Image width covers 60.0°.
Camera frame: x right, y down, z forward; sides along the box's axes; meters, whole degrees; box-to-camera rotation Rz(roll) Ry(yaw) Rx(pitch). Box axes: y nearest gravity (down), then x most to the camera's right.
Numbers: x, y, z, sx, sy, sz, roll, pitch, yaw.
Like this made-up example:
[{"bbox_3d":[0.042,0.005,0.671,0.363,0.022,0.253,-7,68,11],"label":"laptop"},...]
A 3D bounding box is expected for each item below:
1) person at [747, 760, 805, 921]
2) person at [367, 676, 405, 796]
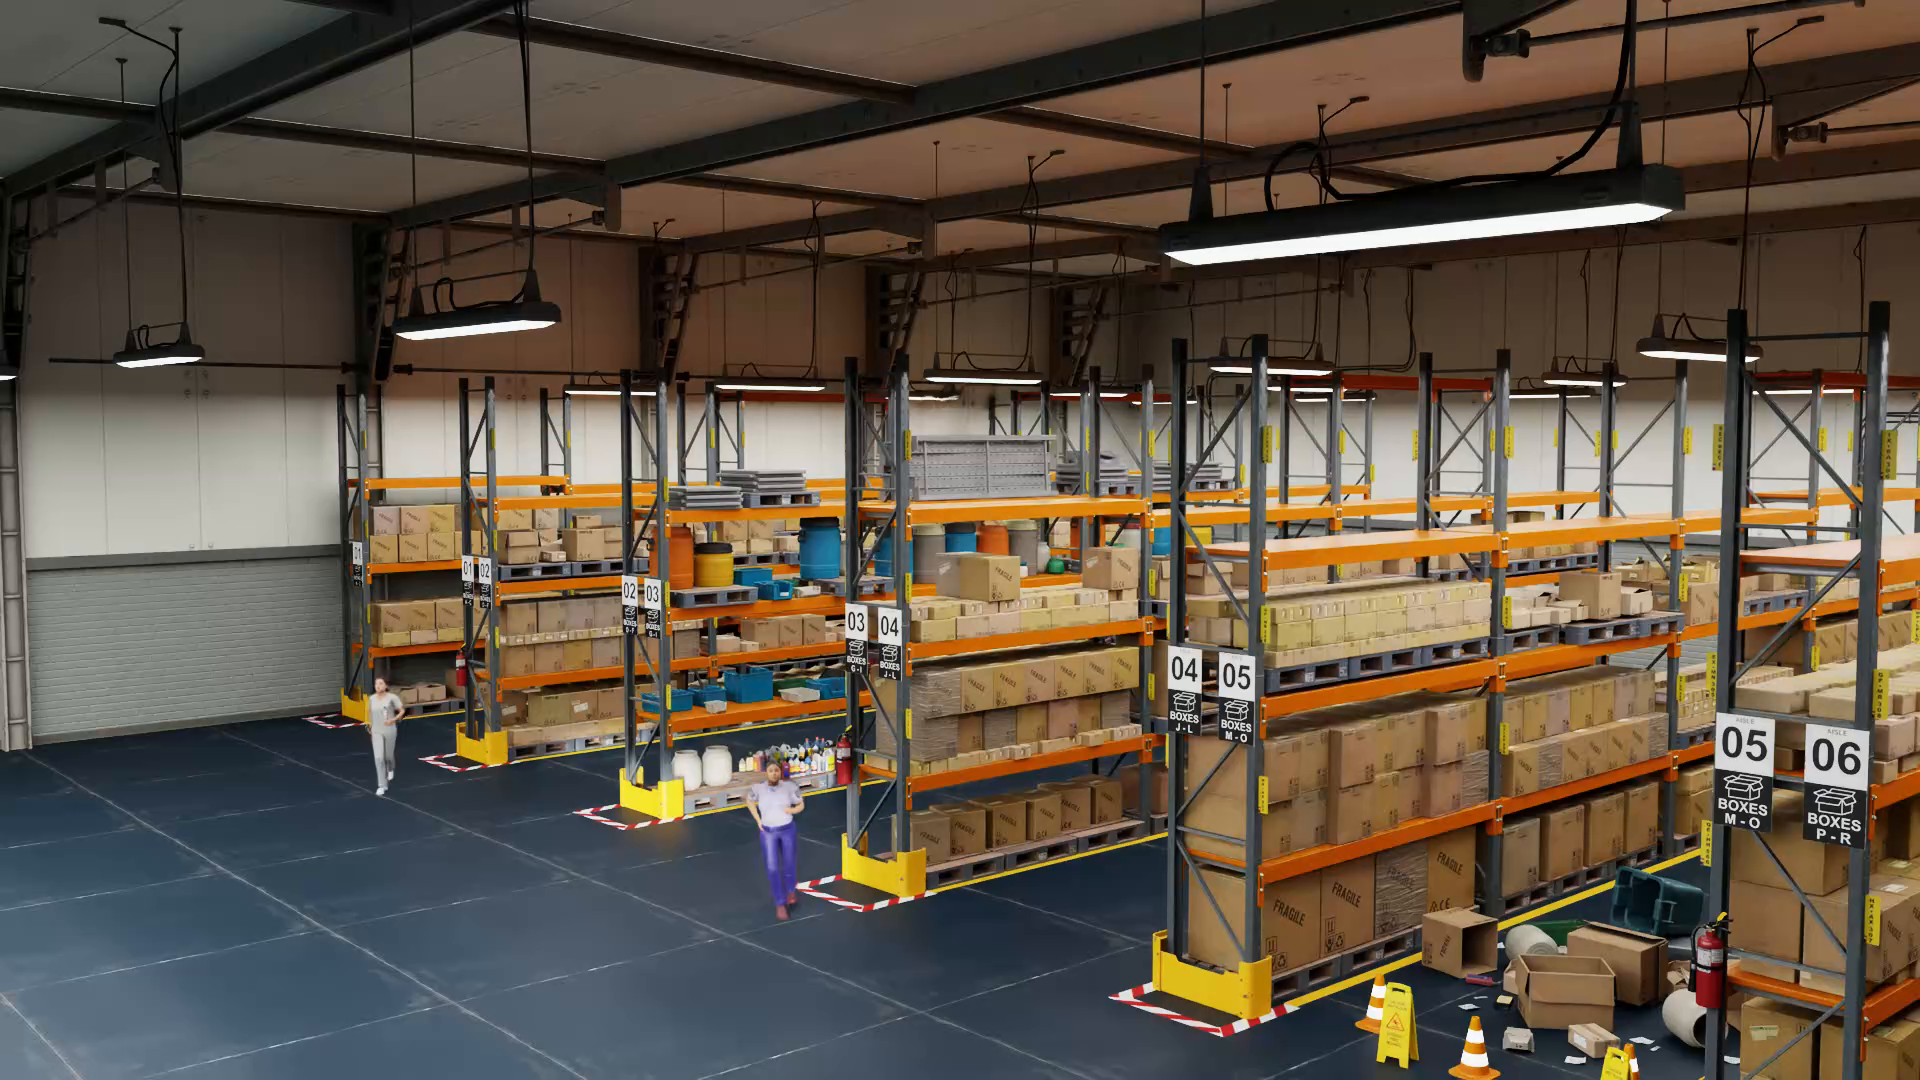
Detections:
[{"bbox_3d":[-1.965,3.193,17.805,0.602,1.710,0.729,-1,4,-13],"label":"person"},{"bbox_3d":[-8.262,2.776,23.904,0.563,1.666,0.801,0,4,-4],"label":"person"}]
